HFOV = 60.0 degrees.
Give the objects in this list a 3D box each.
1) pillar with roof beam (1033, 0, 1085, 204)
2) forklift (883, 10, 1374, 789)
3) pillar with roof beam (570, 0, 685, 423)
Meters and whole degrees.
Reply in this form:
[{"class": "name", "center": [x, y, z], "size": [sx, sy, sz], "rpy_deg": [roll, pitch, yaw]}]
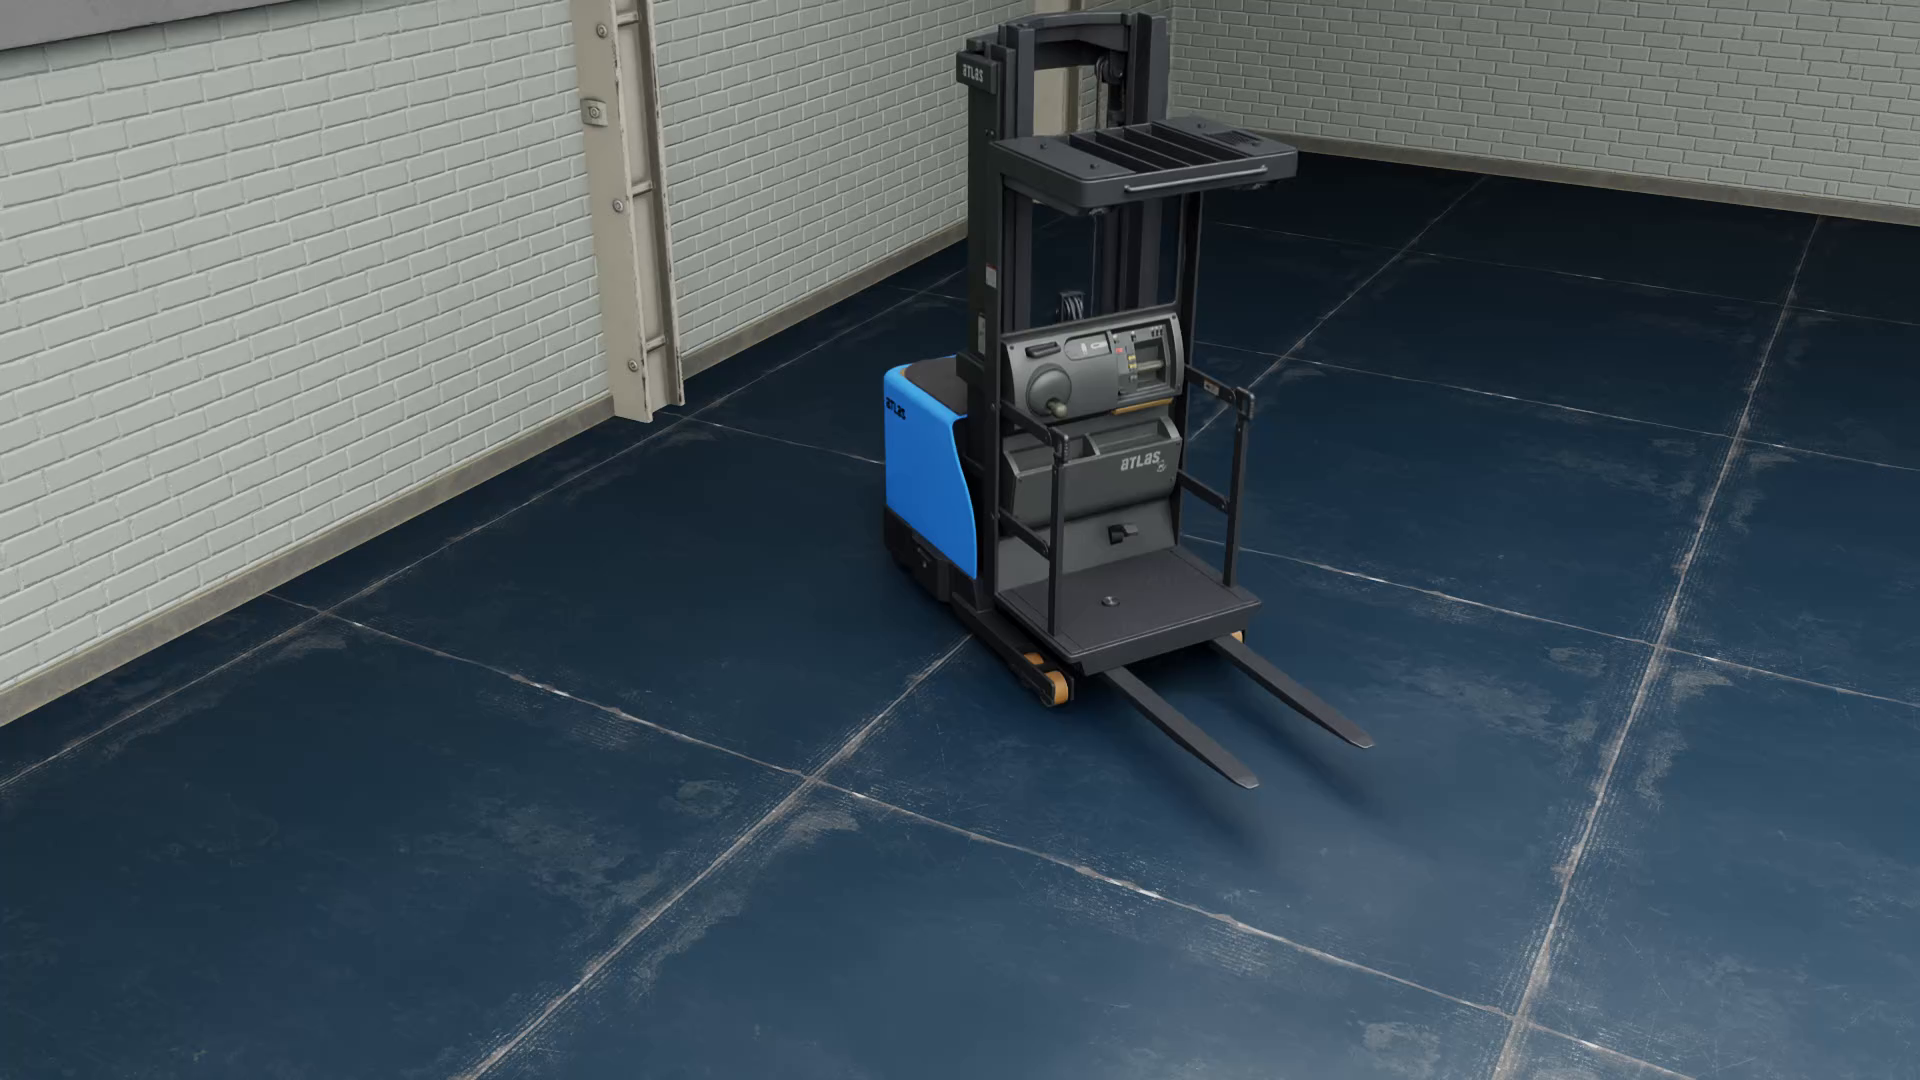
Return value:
[{"class": "pillar with roof beam", "center": [4.642, -6.282, 11.746], "size": [9.100, 9.000, 0.400], "rpy_deg": [14, 30, 26]}, {"class": "forklift", "center": [0.735, -0.770, 7.513], "size": [1.130, 2.935, 3.031], "rpy_deg": [-14, 30, -25]}, {"class": "pillar with roof beam", "center": [1.691, -3.943, 7.075], "size": [9.100, 9.000, 0.400], "rpy_deg": [14, 30, 26]}]
